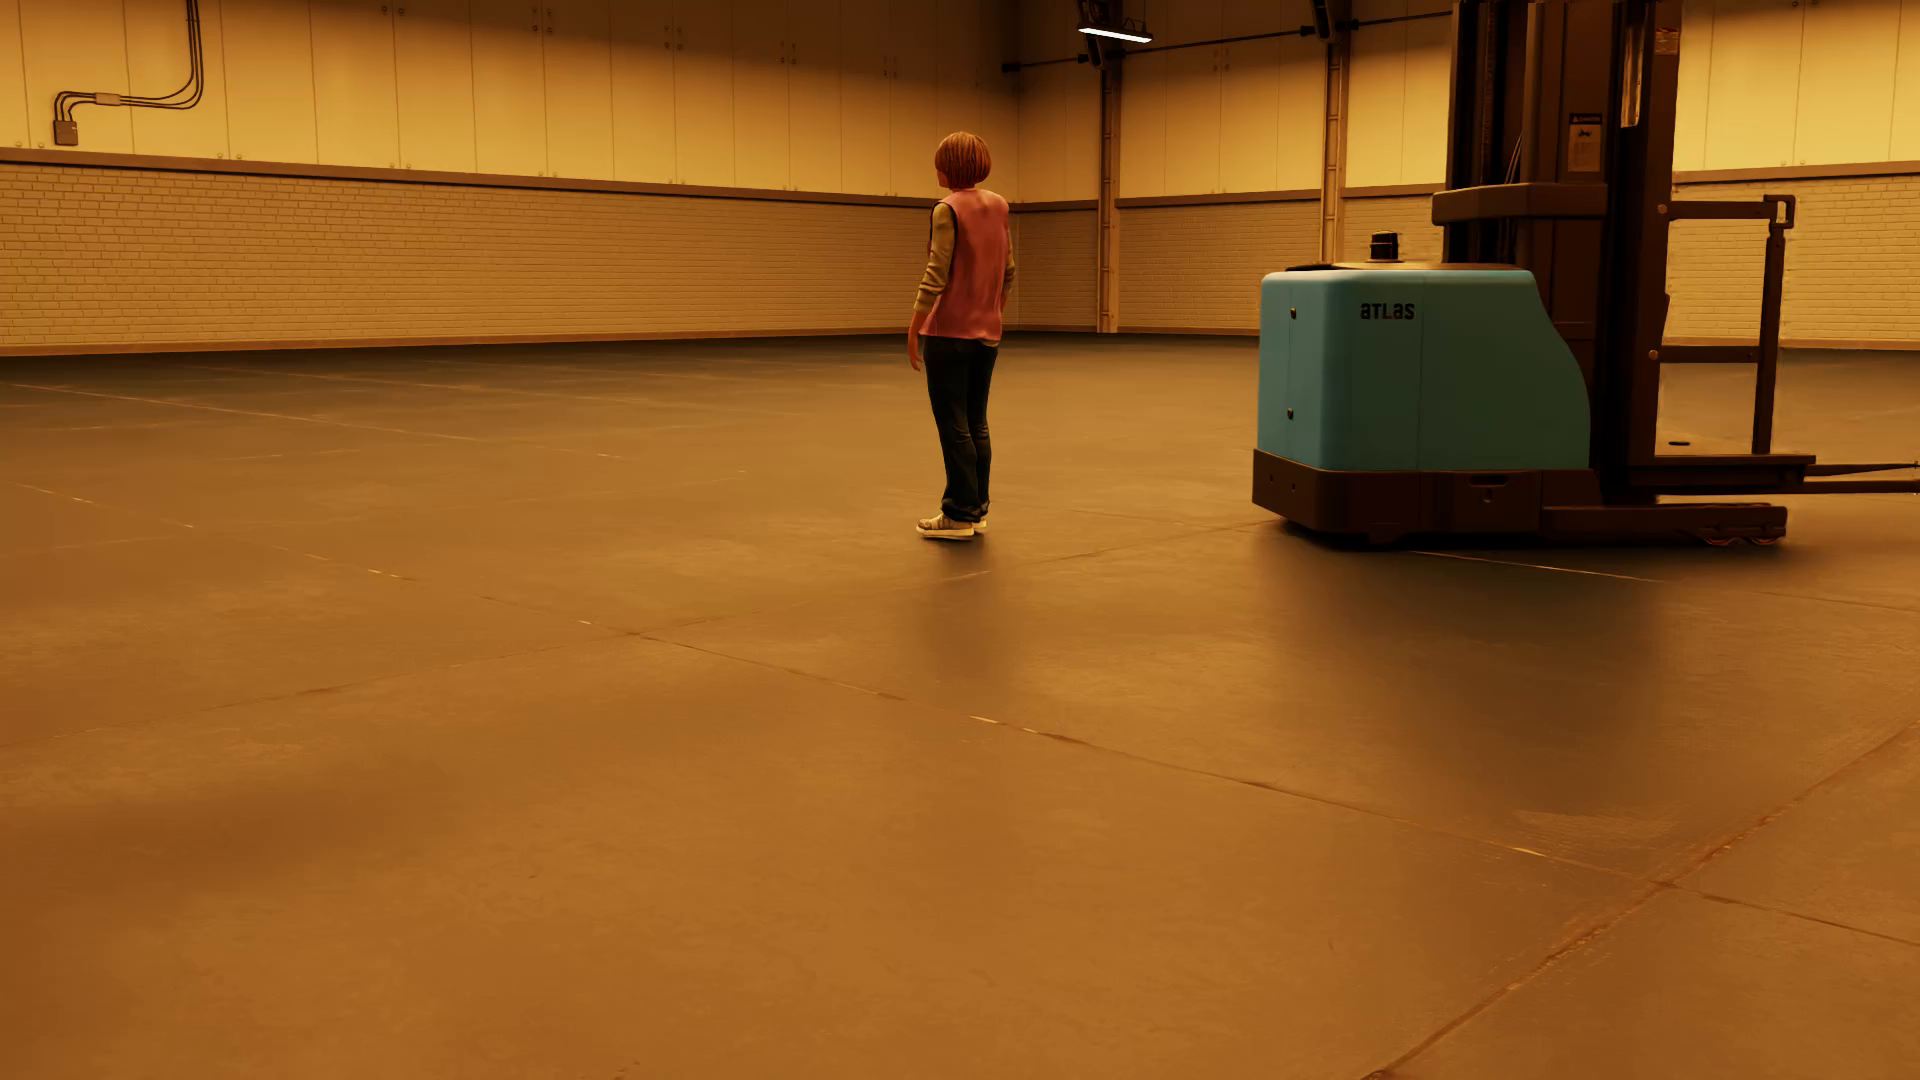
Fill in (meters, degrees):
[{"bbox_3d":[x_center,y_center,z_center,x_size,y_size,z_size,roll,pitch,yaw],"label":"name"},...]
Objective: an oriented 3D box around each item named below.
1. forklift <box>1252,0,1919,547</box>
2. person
[{"bbox_3d":[2.838,-1.501,6.843,3.031,2.935,1.130,-1,9,-6],"label":"forklift"},{"bbox_3d":[-0.043,-0.806,6.658,0.476,1.597,0.520,8,12,43],"label":"person"}]
